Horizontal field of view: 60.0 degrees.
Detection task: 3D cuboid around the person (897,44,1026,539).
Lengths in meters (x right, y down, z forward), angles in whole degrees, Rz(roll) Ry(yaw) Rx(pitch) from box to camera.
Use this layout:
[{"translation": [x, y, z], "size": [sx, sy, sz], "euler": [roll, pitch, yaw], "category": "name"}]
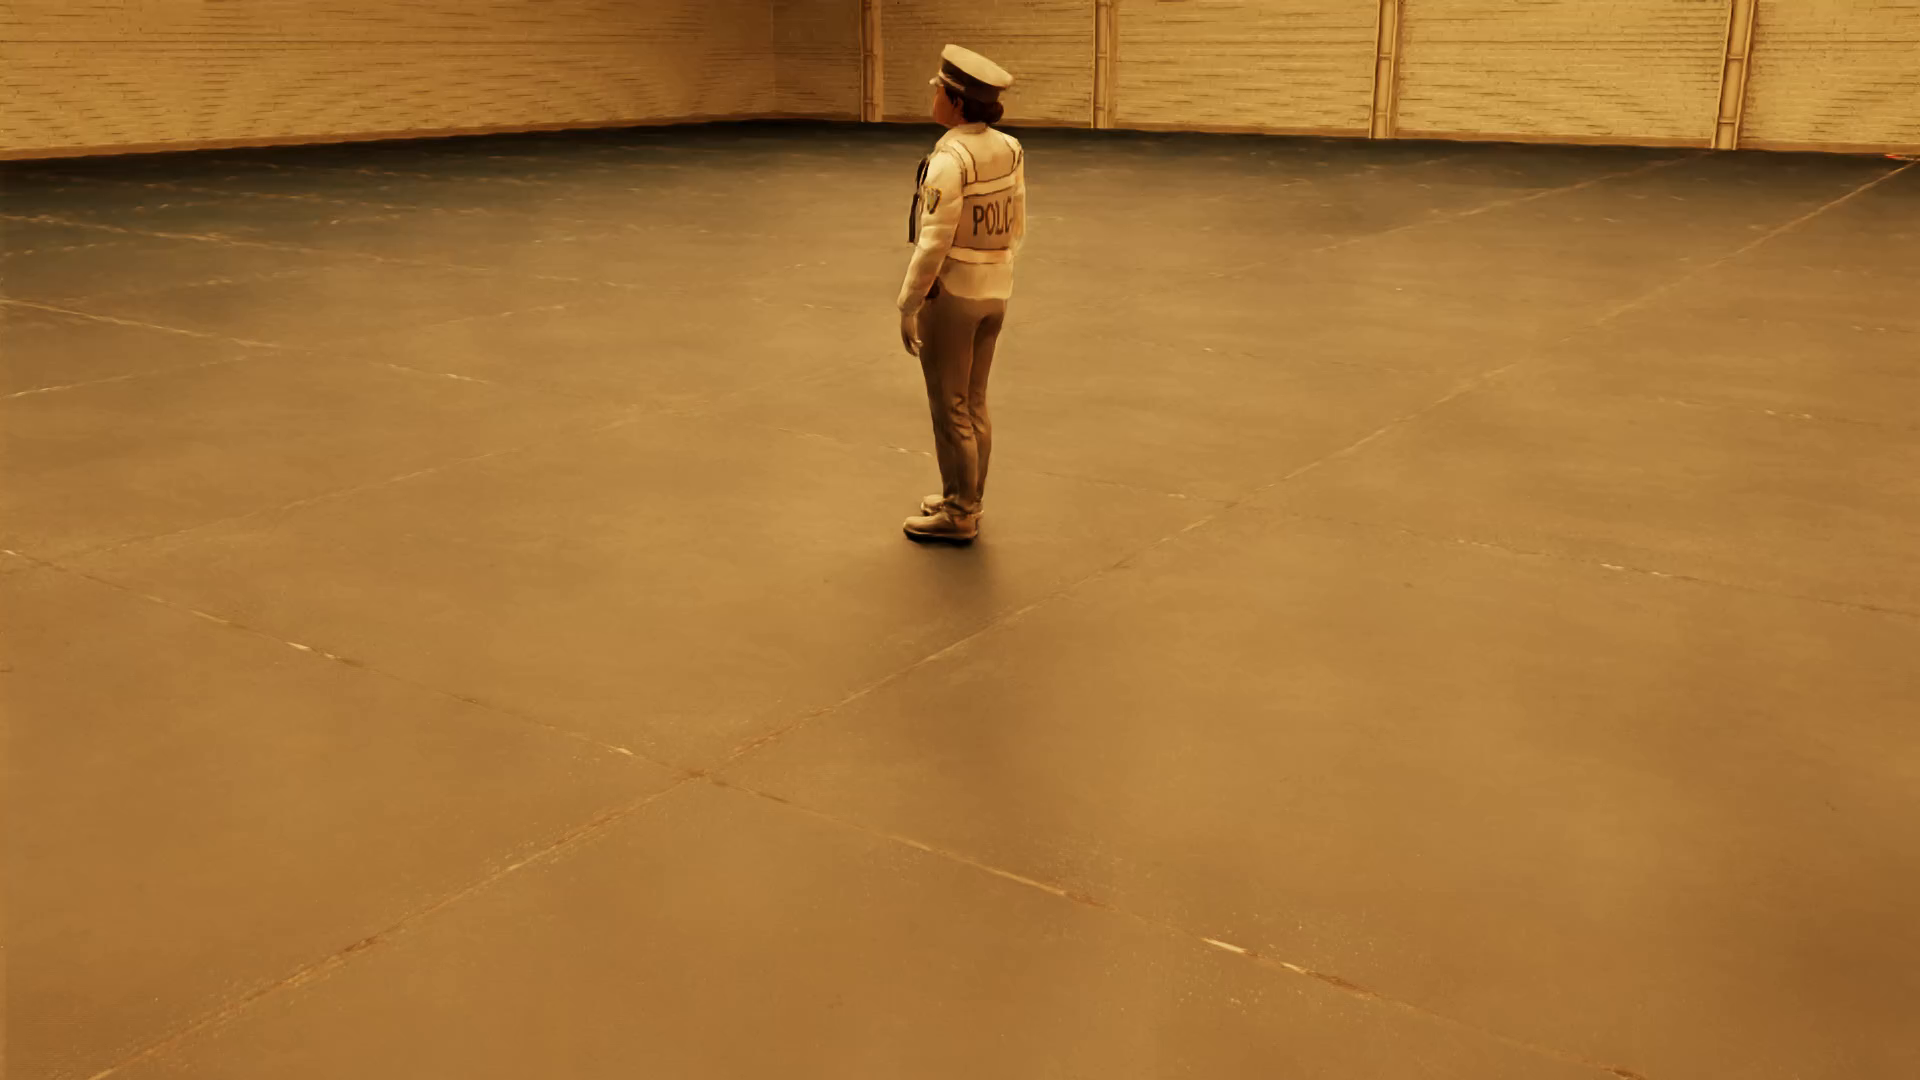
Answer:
[{"translation": [-0.052, -0.832, 5.746], "size": [0.532, 1.695, 0.586], "euler": [11, 20, 33], "category": "person"}]
